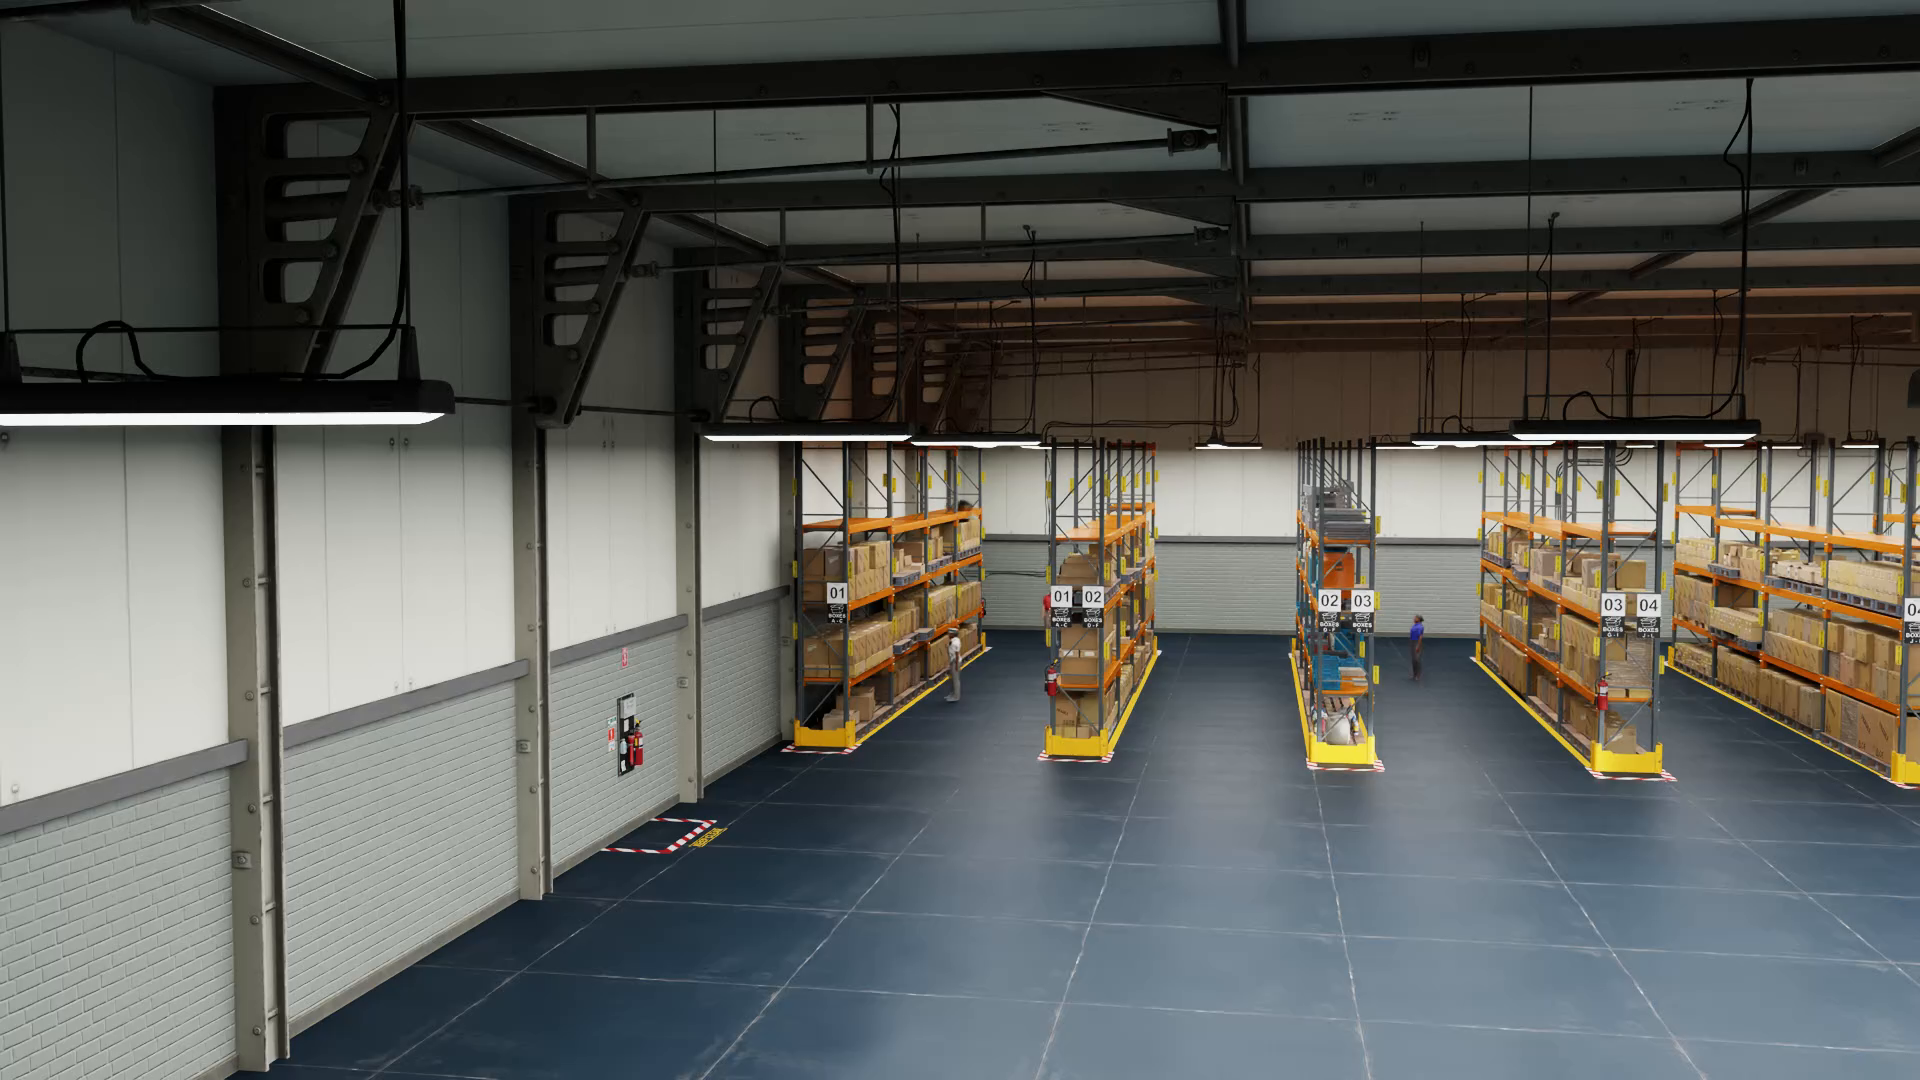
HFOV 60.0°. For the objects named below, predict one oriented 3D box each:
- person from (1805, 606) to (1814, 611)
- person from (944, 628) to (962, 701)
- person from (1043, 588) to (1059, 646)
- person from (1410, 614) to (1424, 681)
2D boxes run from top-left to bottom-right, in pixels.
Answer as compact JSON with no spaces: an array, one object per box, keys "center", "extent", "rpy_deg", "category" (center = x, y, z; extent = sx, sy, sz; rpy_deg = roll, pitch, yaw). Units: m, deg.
[{"center":[21.950,2.570,42.966],"extent":[0.702,1.802,0.695],"rpy_deg":[-1,3,-25],"category":"person"},{"center":[-0.163,2.857,38.327],"extent":[0.396,1.674,0.498],"rpy_deg":[-1,3,-12],"category":"person"},{"center":[2.734,2.264,49.444],"extent":[0.560,1.733,0.557],"rpy_deg":[0,3,-2],"category":"person"},{"center":[11.449,2.706,41.823],"extent":[0.455,1.702,0.501],"rpy_deg":[-1,3,-22],"category":"person"}]
